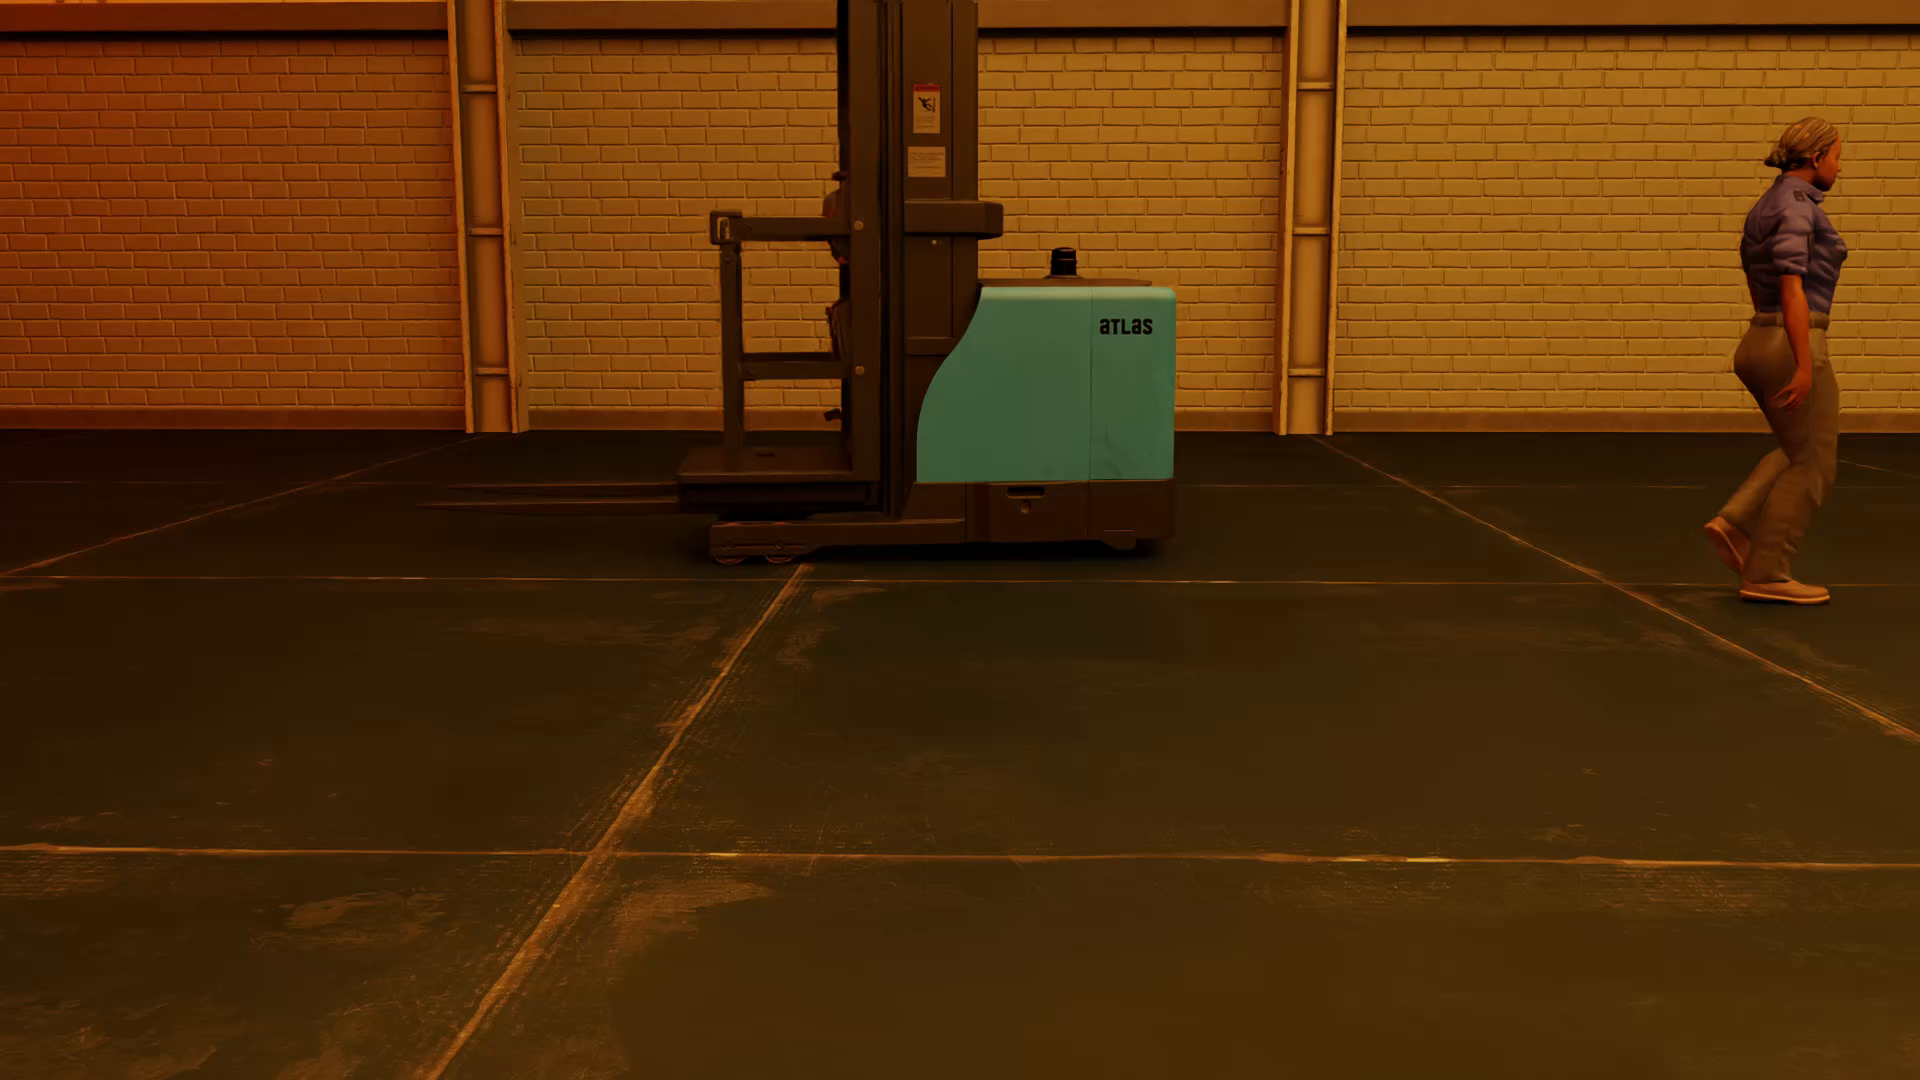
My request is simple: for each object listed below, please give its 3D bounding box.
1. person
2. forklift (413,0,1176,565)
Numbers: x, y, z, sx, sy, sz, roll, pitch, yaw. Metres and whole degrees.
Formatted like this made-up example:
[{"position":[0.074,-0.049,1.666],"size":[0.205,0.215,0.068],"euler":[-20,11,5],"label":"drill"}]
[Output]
[{"position":[2.863,-0.607,5.687],"size":[0.448,1.639,0.611],"euler":[1,9,4],"label":"person"},{"position":[-0.677,-1.436,6.821],"size":[3.031,2.935,1.130],"euler":[-1,9,-6],"label":"forklift"}]
